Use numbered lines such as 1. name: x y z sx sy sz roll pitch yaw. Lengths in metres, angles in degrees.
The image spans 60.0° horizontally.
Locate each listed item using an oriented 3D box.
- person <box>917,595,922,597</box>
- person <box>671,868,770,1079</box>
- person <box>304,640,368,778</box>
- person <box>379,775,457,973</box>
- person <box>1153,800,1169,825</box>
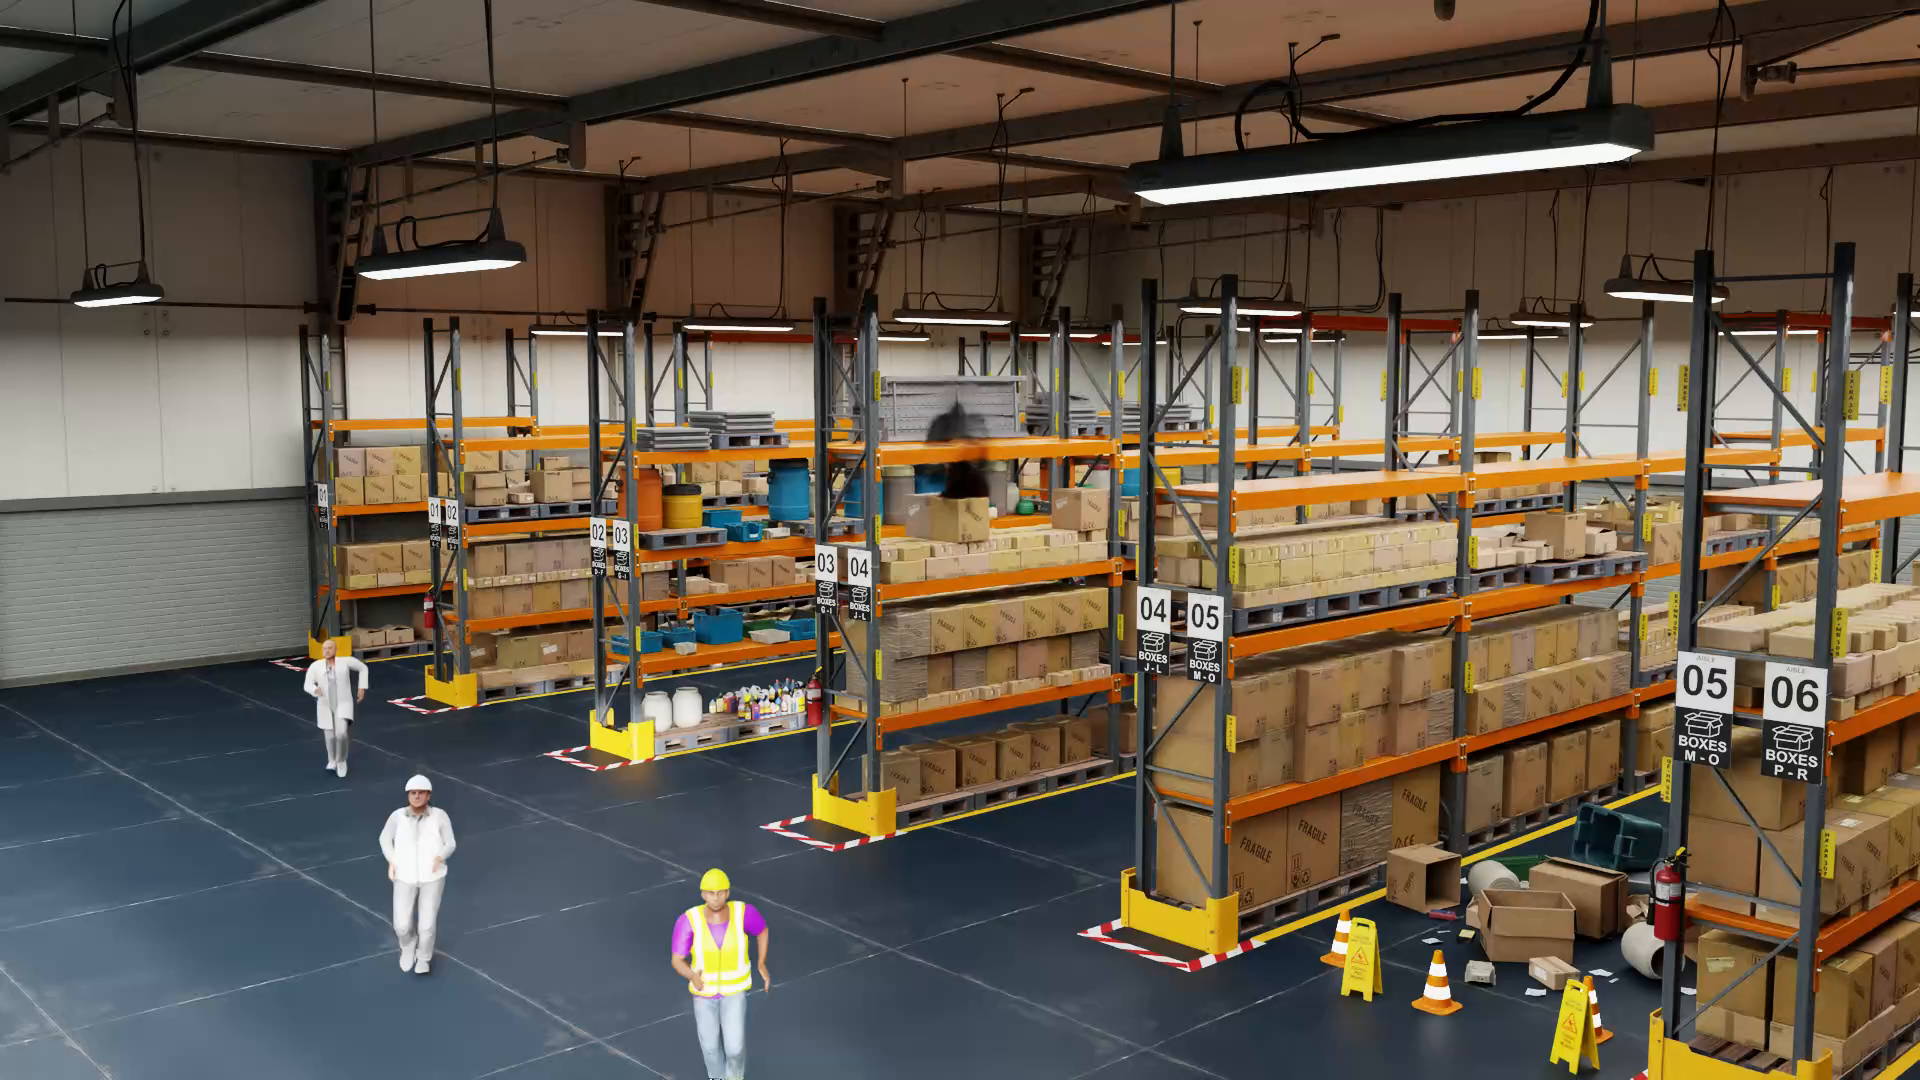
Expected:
1. person: -0.984 1.421 28.328 0.686 1.789 0.893 6 8 44
2. person: -1.661 3.130 11.526 0.668 1.737 0.757 -1 6 -6
3. person: -7.951 2.141 21.209 0.731 1.767 0.933 -1 6 -9
4. person: -4.611 2.866 14.147 0.635 1.729 0.615 -1 6 -14
5. person: 2.277 2.529 17.350 0.660 1.768 0.682 4 7 37
